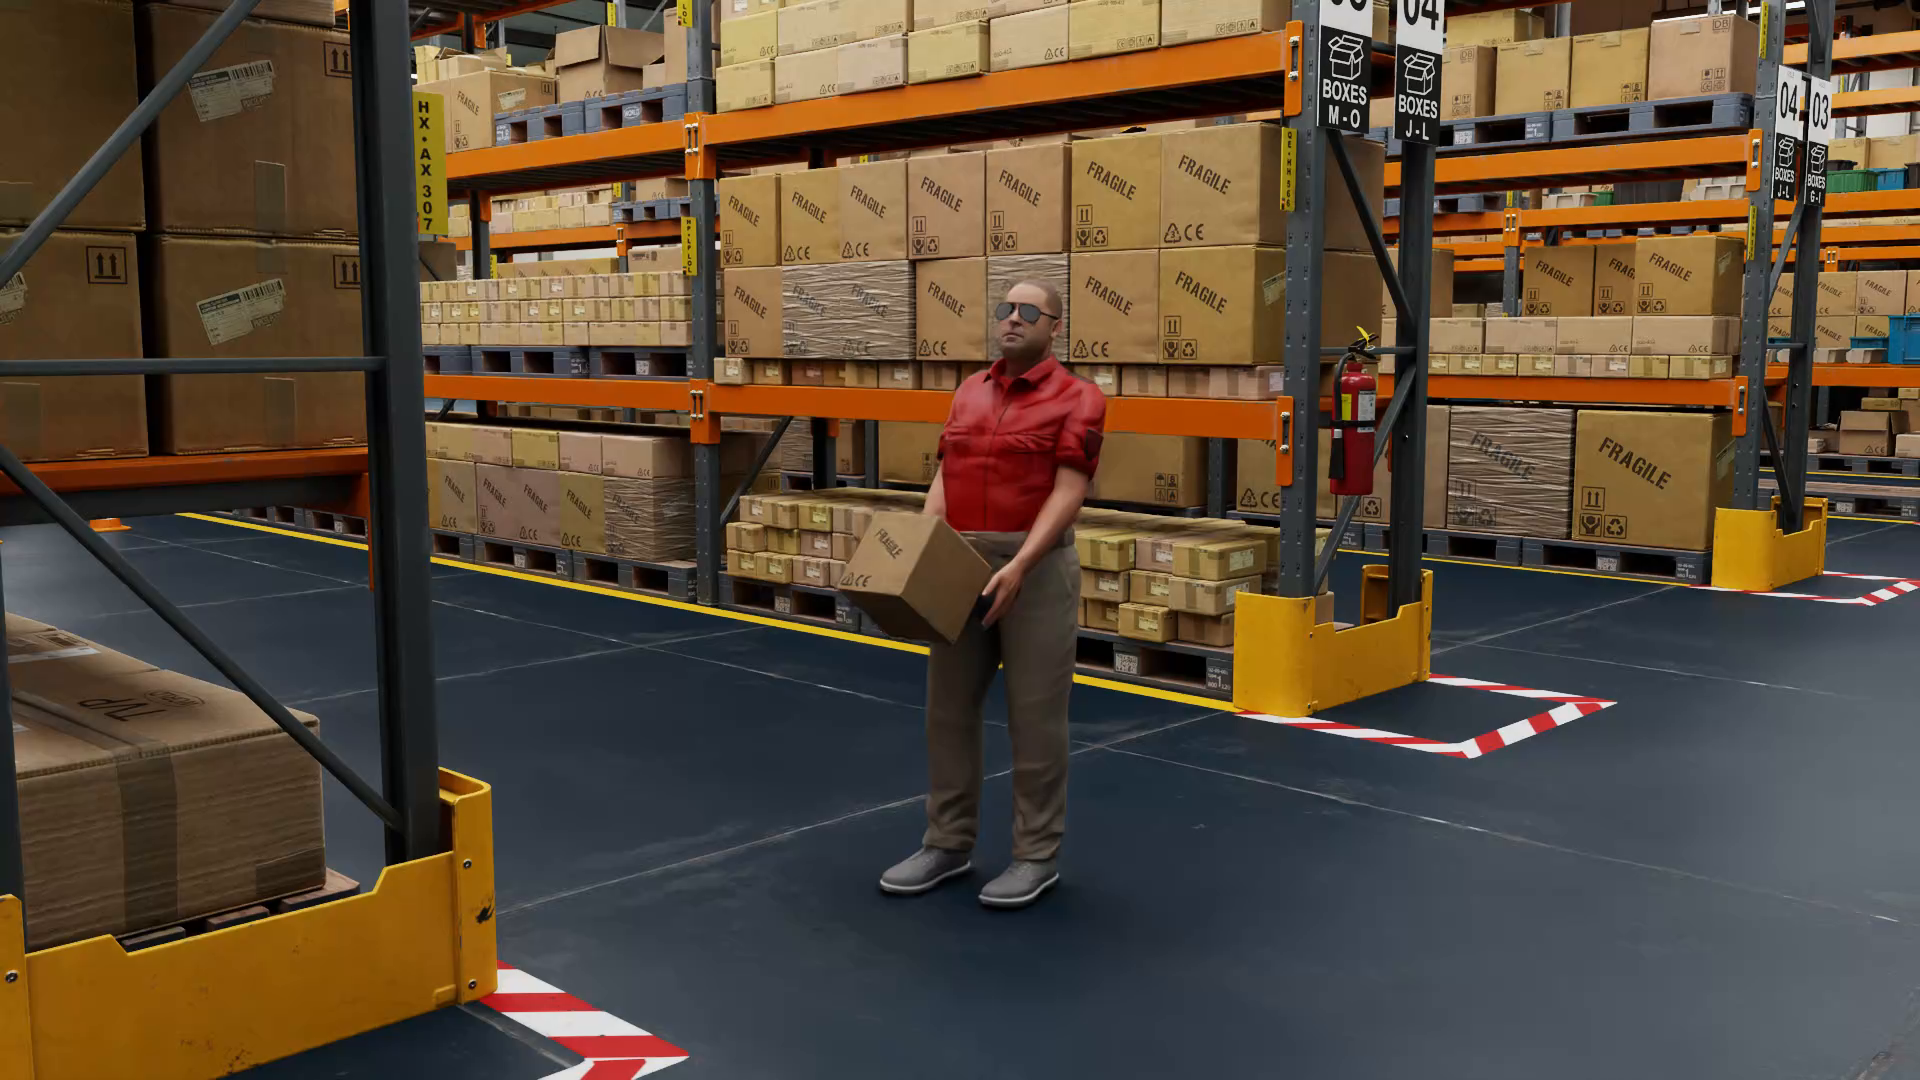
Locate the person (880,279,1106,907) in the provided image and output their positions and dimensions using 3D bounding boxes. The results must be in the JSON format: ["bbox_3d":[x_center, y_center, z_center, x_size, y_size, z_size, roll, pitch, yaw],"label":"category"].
[{"bbox_3d":[0.091,0.143,4.645,0.552,1.729,0.507,5,9,35],"label":"person"}]
